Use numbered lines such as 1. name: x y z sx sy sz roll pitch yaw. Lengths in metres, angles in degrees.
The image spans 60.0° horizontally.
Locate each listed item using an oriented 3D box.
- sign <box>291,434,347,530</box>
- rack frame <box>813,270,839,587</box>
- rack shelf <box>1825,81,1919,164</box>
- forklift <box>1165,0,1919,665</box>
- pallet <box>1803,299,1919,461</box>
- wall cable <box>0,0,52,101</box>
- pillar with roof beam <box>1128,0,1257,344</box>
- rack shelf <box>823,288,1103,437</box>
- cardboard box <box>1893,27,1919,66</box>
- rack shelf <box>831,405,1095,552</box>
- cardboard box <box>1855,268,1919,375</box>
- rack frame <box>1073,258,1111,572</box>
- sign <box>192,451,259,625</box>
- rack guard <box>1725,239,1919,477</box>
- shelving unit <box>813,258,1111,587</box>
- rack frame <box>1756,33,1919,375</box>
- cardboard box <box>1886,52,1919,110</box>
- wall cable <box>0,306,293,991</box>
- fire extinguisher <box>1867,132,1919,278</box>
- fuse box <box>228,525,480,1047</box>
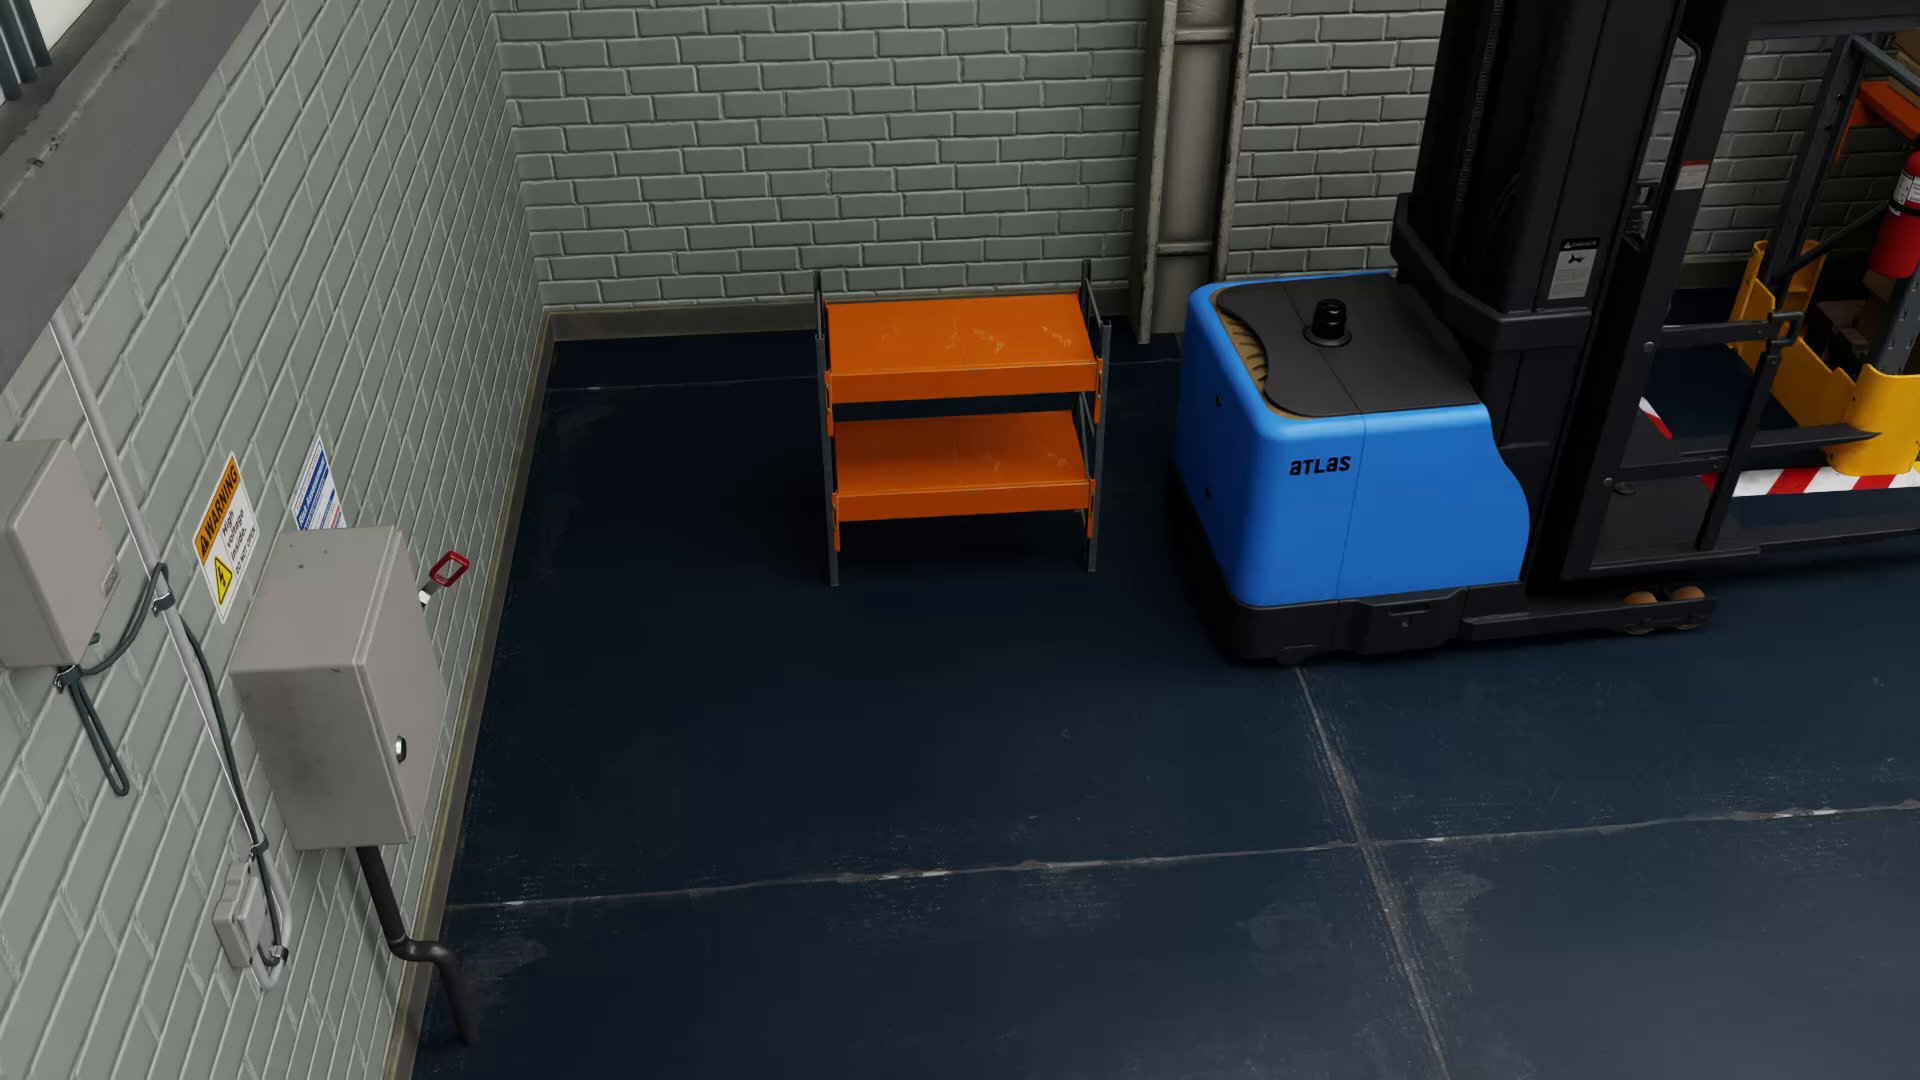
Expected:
1. sign: -1.666 0.015 4.386 0.001 0.494 0.329 -3 38 -4
2. rack frame: -0.513 -0.413 6.366 0.032 1.125 0.500 -3 38 -4
3. rack shelf: 5.788 -1.638 6.986 4.000 0.370 1.077 -3 38 -4
4. forklift: 2.402 -1.112 5.793 3.031 2.935 1.130 -5 39 -7
5. pallet: 4.666 -0.765 7.549 1.213 0.211 1.003 -3 38 -4
6. wall cable: -1.674 -2.818 3.026 0.133 3.039 2.988 -3 38 -4
7. pillar with roof beam: 1.412 -1.918 1.916 0.400 9.000 9.100 -3 38 -4
8. rack shelf: -0.007 -0.671 6.220 1.000 0.278 0.538 -3 38 -4
9. cardboard box: 4.231 -2.058 6.818 0.500 0.250 0.500 -2 38 -3
10. rack shelf: -0.007 -0.249 6.553 1.000 0.278 0.538 -3 38 -4
11. cardboard box: 4.414 -0.971 7.235 0.637 0.503 0.797 -5 39 -6
12. rack frame: 0.500 -0.469 6.436 0.032 1.125 0.500 -3 38 -4
13. sign: -1.617 -0.008 3.672 0.001 0.242 0.339 -3 38 -4
14. rack guard: 3.872 -0.834 7.403 0.348 0.500 1.175 -3 38 -4
15. shelving unit: -0.007 -0.441 6.401 1.048 1.125 0.538 -3 38 -4
16. rack frame: 3.796 -1.811 6.624 0.127 3.000 1.000 -3 38 -4
17. cardboard box: 4.103 -1.896 6.935 0.250 0.149 0.380 -4 38 -4
18. wall cable: -1.512 0.302 3.126 0.122 1.984 0.588 -3 38 -4
19. fire extinguisher: 3.691 -1.341 6.392 0.183 0.674 0.296 -3 38 -4
20. fuse box: -1.416 0.777 4.384 0.414 1.711 0.539 -3 38 -4
